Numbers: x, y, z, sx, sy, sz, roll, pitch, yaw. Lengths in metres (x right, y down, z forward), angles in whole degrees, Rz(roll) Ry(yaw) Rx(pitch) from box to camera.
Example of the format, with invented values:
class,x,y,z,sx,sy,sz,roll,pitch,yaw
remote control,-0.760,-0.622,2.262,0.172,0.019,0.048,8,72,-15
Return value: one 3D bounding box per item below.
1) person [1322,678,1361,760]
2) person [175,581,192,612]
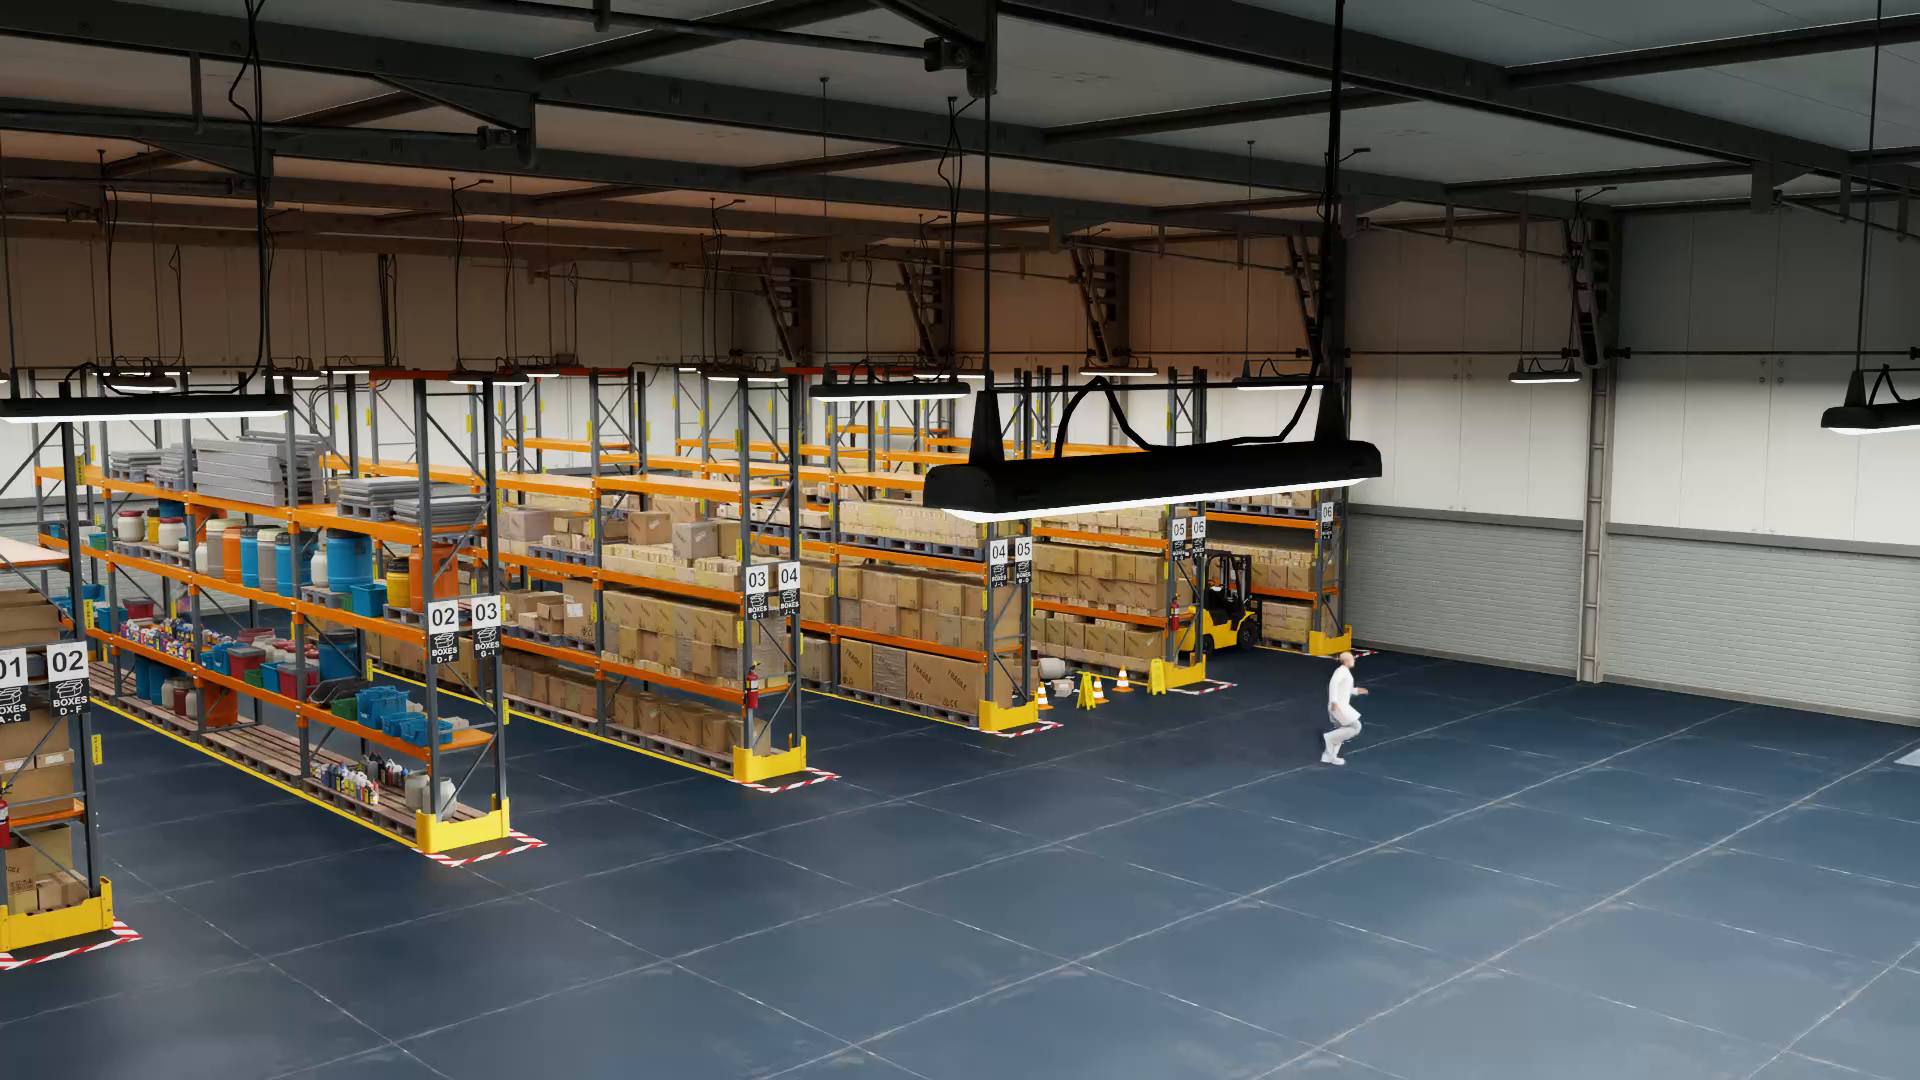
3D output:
class,x,y,z,sx,sy,sz,roll,pitch,yaw
person,5.878,2.663,25.619,0.580,1.441,0.380,1,6,5
person,-16.586,1.160,35.520,0.405,0.762,0.537,-4,8,-33
